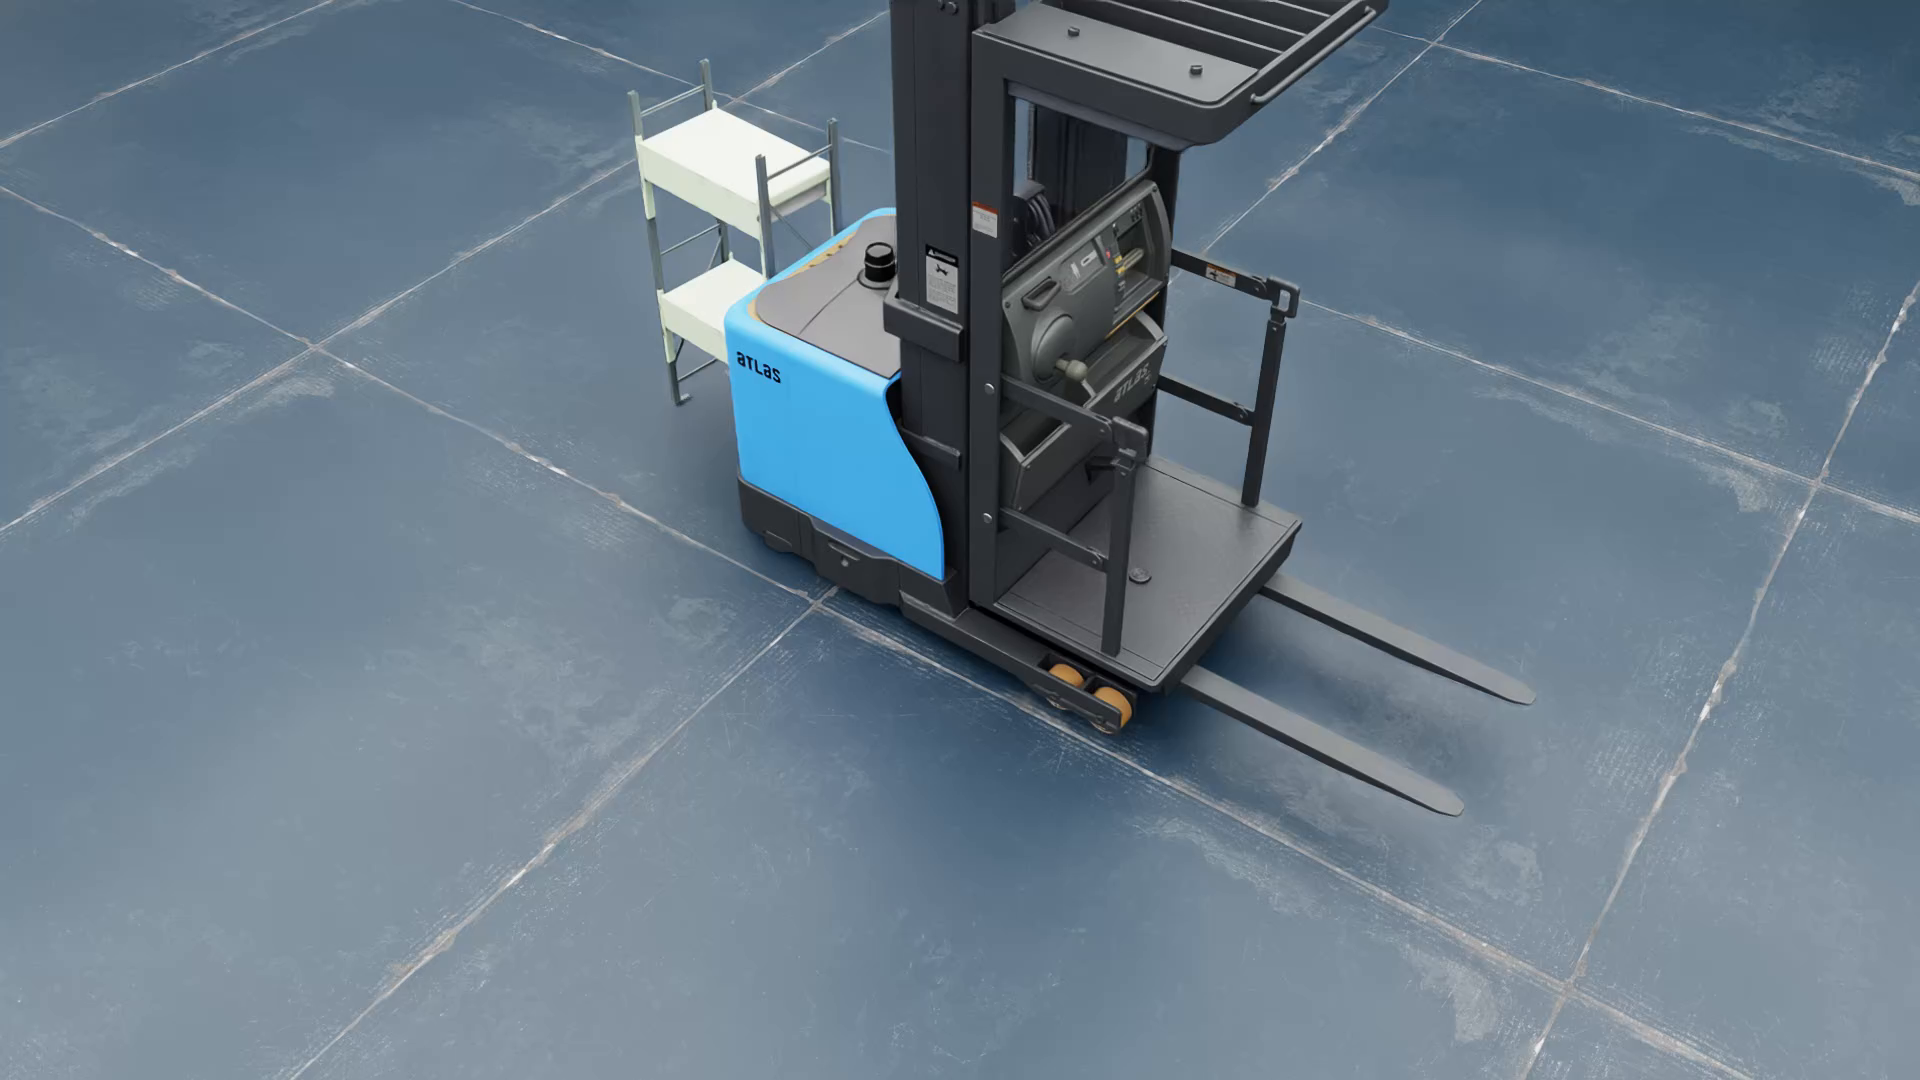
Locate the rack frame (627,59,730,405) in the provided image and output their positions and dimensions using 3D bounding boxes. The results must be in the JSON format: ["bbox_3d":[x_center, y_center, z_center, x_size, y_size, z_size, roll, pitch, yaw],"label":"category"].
[{"bbox_3d":[-1.144,-1.263,7.037,0.023,1.500,0.400,32,51,30],"label":"rack frame"}]

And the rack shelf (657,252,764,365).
[{"bbox_3d":[-0.875,-0.855,7.069,0.720,0.370,0.431,32,51,30],"label":"rack shelf"}]

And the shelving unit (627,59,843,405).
[{"bbox_3d":[-0.875,-1.098,6.852,0.755,1.500,0.431,32,51,30],"label":"shelving unit"}]

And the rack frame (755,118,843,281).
[{"bbox_3d":[-0.606,-0.932,6.667,0.023,1.500,0.400,32,51,30],"label":"rack frame"}]

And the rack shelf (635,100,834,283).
[{"bbox_3d":[-0.875,-1.388,6.592,0.720,0.370,0.431,32,51,30],"label":"rack shelf"}]

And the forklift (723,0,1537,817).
[{"bbox_3d":[0.602,-0.804,5.450,3.031,2.935,1.130,26,48,26],"label":"forklift"}]
